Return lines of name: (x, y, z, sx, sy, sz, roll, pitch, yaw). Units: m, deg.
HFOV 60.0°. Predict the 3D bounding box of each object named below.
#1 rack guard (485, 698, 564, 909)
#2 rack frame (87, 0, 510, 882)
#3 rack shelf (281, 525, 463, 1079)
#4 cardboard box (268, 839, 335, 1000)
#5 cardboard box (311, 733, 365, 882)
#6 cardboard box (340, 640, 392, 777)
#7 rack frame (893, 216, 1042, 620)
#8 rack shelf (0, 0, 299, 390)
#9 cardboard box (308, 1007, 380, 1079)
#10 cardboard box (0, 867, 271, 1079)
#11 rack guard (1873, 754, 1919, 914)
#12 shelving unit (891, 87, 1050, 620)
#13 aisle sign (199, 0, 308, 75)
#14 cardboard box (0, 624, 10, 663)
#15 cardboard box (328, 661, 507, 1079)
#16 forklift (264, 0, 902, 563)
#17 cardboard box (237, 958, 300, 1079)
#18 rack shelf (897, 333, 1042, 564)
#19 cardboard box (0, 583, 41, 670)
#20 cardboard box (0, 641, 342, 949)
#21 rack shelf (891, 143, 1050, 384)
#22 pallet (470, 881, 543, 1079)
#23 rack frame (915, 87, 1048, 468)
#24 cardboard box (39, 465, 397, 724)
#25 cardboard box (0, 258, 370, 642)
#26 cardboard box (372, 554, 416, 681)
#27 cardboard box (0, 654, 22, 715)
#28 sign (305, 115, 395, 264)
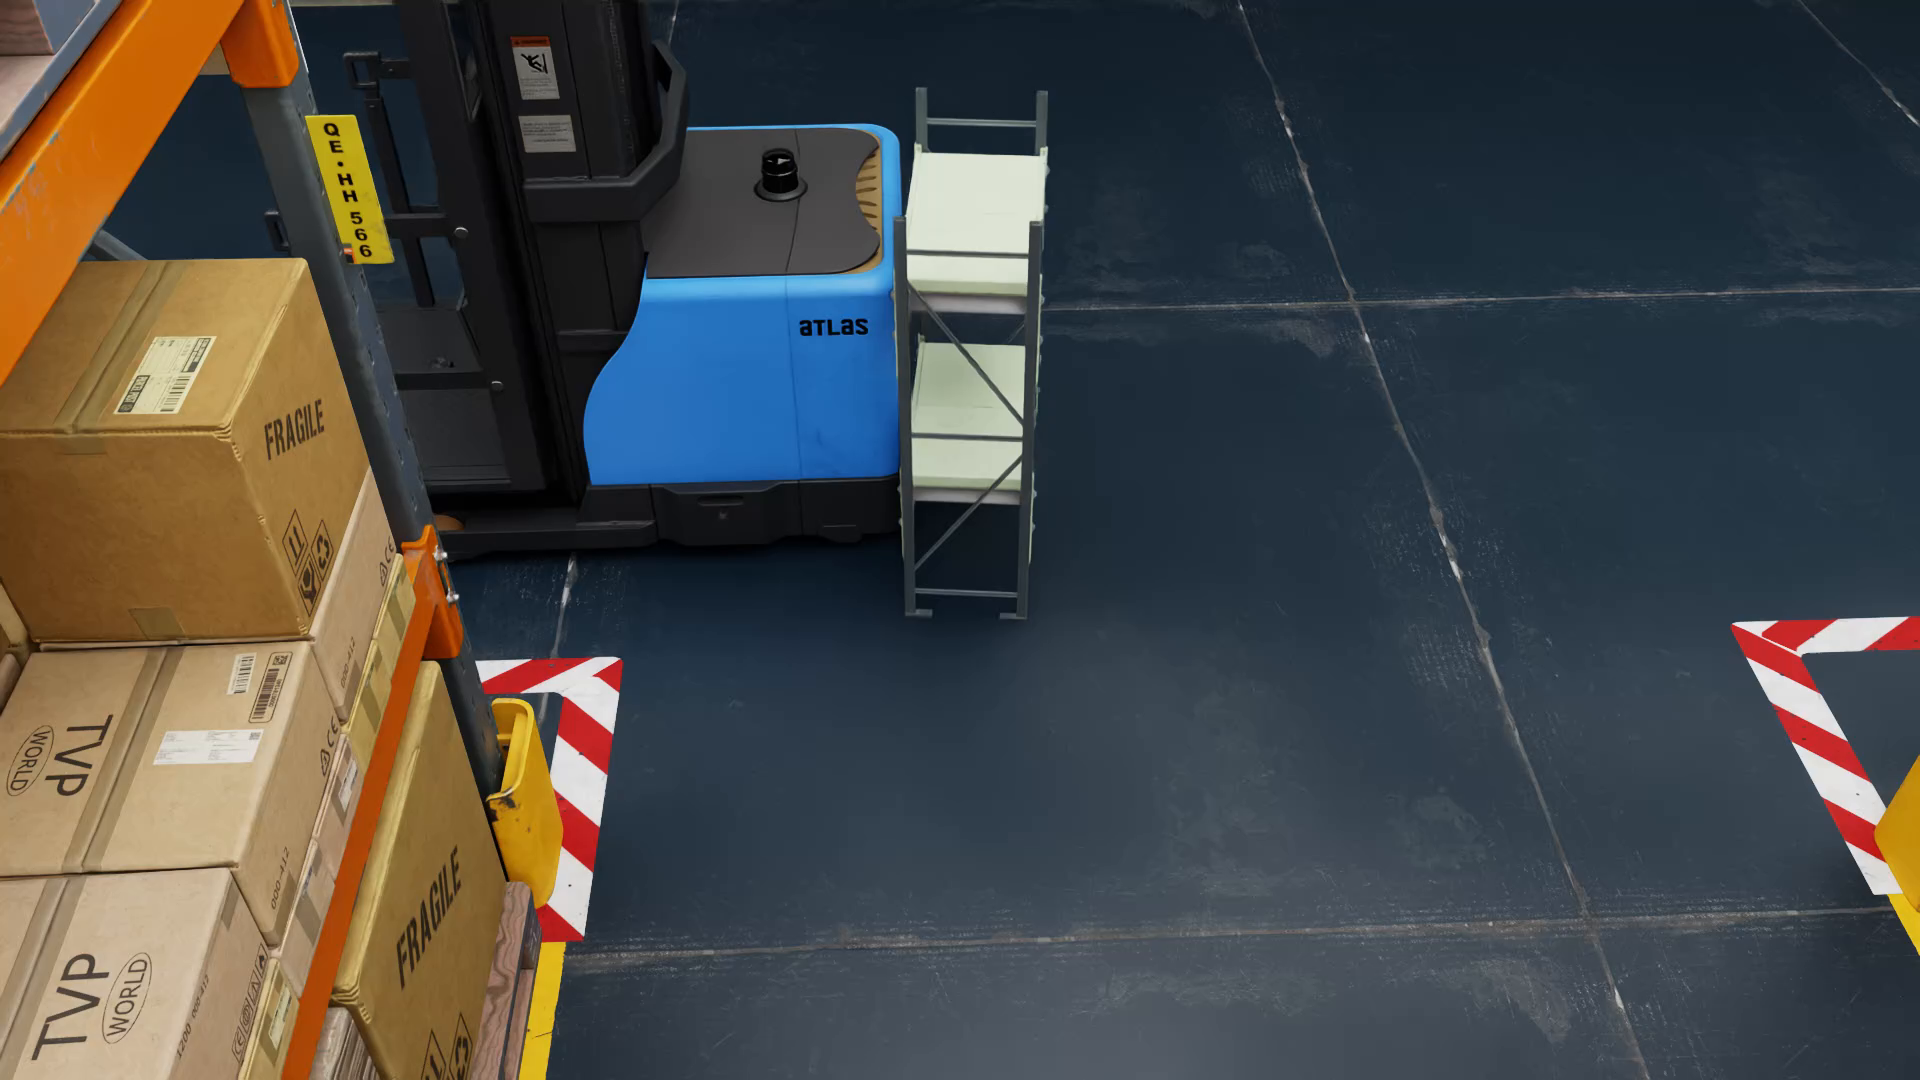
rack guard: (-1.732, 0.748, 4.564, 1.175, 0.500, 0.348, -2, 43, -2)
rack frame: (-1.731, -0.157, 3.702, 1.000, 3.000, 0.127, -2, 43, -2)
rack shelf: (-1.646, 1.458, 2.472, 1.077, 0.370, 4.000, -2, 43, -2)
cardboard box: (-1.355, 0.681, 2.973, 0.380, 0.149, 0.250, -1, 43, -1)
cardboard box: (-1.365, 0.512, 3.157, 0.380, 0.149, 0.250, -2, 43, -2)
cardboard box: (-1.374, 0.342, 3.343, 0.380, 0.149, 0.250, -1, 43, -1)
rack frame: (0.021, -0.304, 4.972, 0.400, 1.500, 0.023, 2, 43, 3)
rack shelf: (-1.646, 0.353, 1.458, 1.077, 0.370, 4.000, -2, 43, -2)
cardboard box: (-1.585, 1.515, 3.138, 0.875, 0.875, 0.875, -2, 43, -2)
cardboard box: (-1.403, 0.794, 2.555, 0.500, 0.250, 0.500, -3, 43, -3)
rack guard: (3.232, 0.742, 4.571, 1.175, 0.500, 0.348, -2, 43, -2)
shelving unit: (0.043, -0.551, 5.241, 0.431, 1.500, 0.755, 2, 43, 3)
aisle sign: (-1.434, -1.173, 2.885, 0.394, 0.787, 0.004, -2, 43, -2)
cardboard box: (-1.959, 0.181, 2.668, 0.500, 0.500, 0.500, -3, 43, -3)
cardboard box: (-1.624, 0.901, 3.809, 0.875, 0.875, 0.875, -2, 43, -2)
forklift: (-1.691, -1.363, 5.068, 3.031, 2.935, 1.130, -2, 43, -2)
cardboard box: (-1.342, 0.856, 2.782, 0.380, 0.149, 0.250, -3, 43, -3)
rack shelf: (0.043, -0.311, 5.462, 0.431, 0.370, 0.720, 2, 43, 3)
cardboard box: (-1.980, 0.120, 3.290, 0.500, 0.250, 0.500, -3, 43, -3)
cardboard box: (-1.424, 0.451, 2.929, 0.500, 0.250, 0.500, -2, 43, -3)
rack shelf: (0.043, -0.839, 4.978, 0.431, 0.370, 0.720, 2, 43, 3)
pallet: (-1.619, 1.408, 4.057, 1.003, 0.211, 1.213, -2, 43, -2)
rack frame: (0.065, -0.798, 5.511, 0.400, 1.500, 0.023, 2, 43, 3)
cardboard box: (-1.445, 0.108, 3.303, 0.500, 0.250, 0.500, -2, 43, -2)
cardboard box: (-1.448, -0.167, 3.048, 0.500, 0.500, 0.500, -1, 43, -1)
cardboard box: (-1.387, 0.166, 3.534, 0.380, 0.149, 0.250, -1, 43, -1)
cardboard box: (-1.952, 0.471, 2.907, 0.500, 0.250, 0.500, -2, 43, -2)
sign: (-1.188, -0.677, 3.237, 0.100, 0.325, 0.005, -2, 43, -2)
